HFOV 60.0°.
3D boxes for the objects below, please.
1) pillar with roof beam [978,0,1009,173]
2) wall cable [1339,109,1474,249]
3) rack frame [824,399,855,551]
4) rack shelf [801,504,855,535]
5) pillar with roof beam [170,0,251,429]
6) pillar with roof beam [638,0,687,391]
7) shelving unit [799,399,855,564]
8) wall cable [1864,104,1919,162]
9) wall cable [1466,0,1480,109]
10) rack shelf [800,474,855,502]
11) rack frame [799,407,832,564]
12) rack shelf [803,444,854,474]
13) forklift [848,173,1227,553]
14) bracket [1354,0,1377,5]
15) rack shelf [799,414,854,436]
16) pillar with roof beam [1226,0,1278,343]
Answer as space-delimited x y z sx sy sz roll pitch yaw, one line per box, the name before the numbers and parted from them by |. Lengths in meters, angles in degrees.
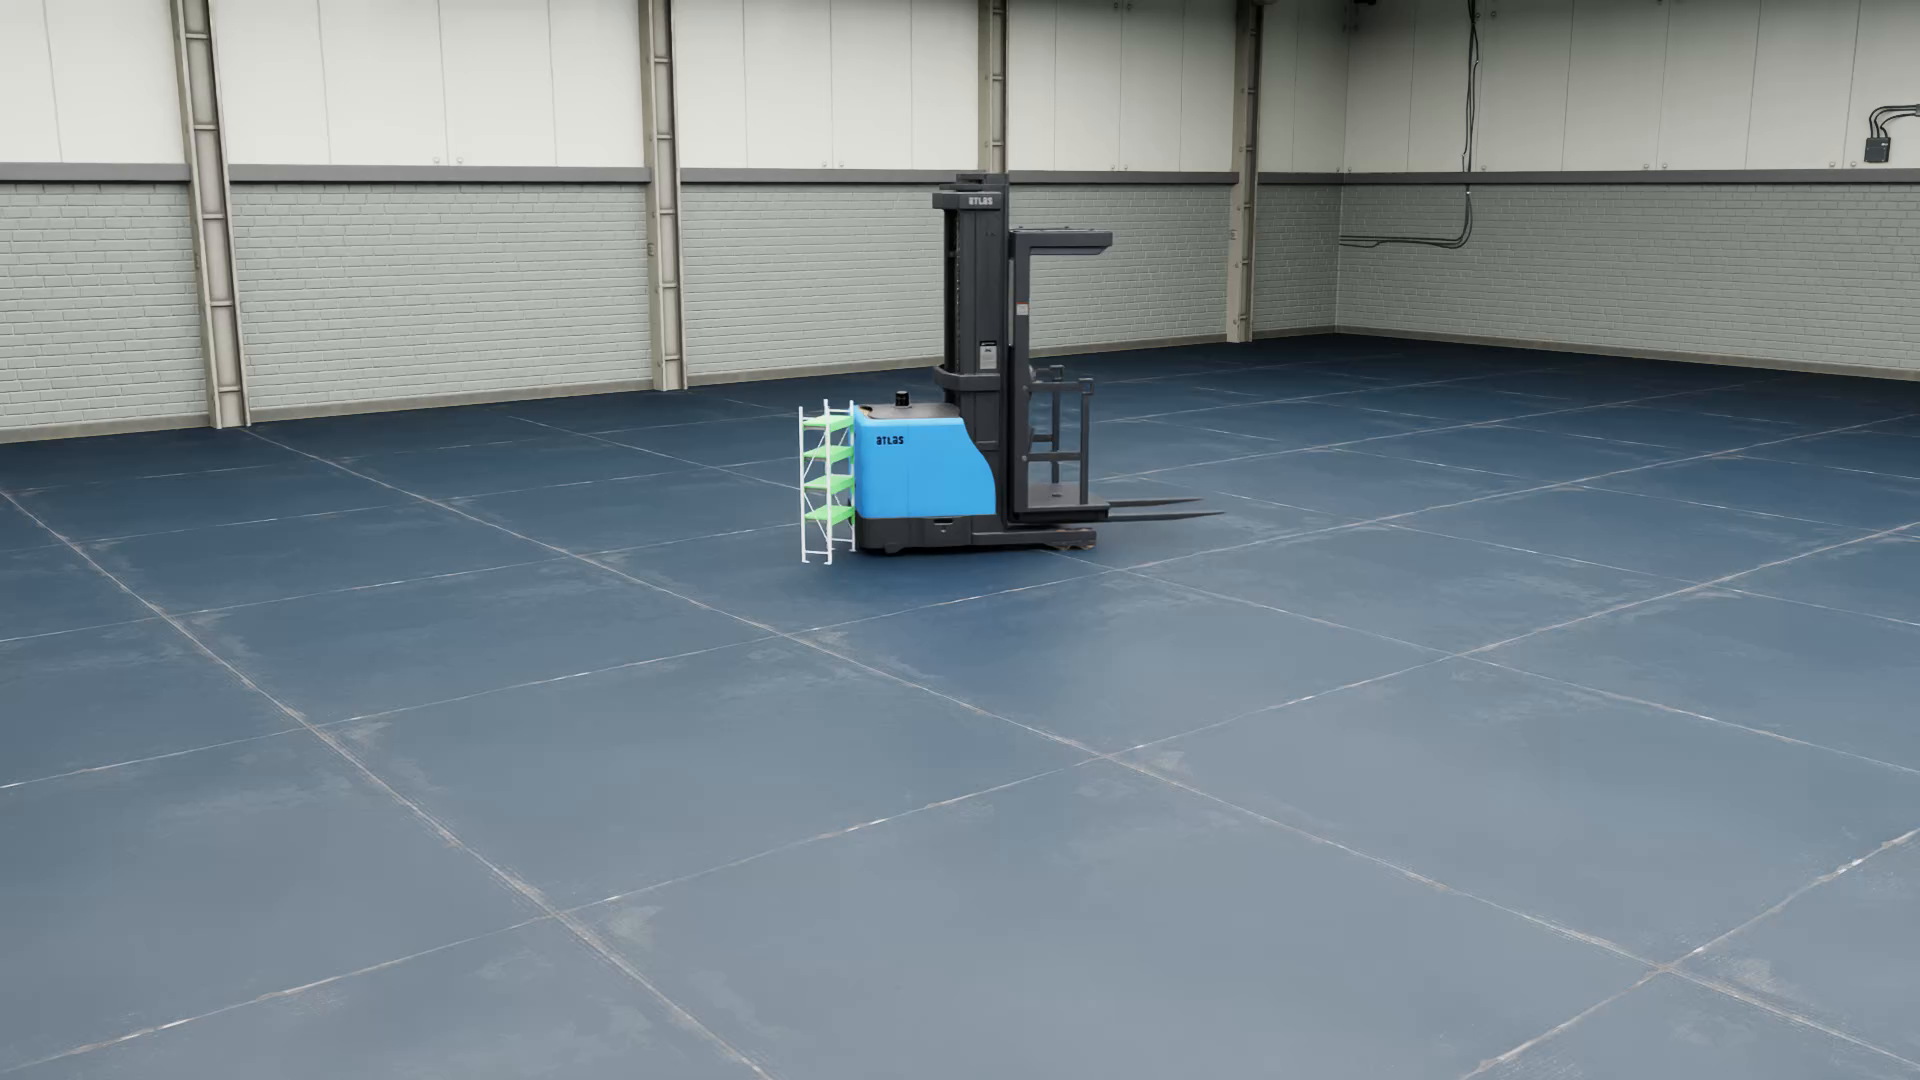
pillar with roof beam | 3.223 -6.644 23.253 0.400 9.000 9.100 -9 15 -38
wall cable | 8.346 -6.770 31.320 0.112 2.526 3.097 -9 15 -38
rack frame | -0.949 -0.507 13.130 0.240 1.200 0.015 4 13 18
rack shelf | -1.025 -0.162 12.966 0.258 0.148 0.480 4 13 18
pillar with roof beam | -6.147 -5.087 15.920 0.400 9.000 9.100 -9 15 -38
pillar with roof beam | -1.462 -5.865 19.586 0.400 9.000 9.100 -9 15 -38
shelving unit | -1.025 -0.459 12.903 0.258 1.200 0.503 4 13 18
wall cable | 14.264 -8.410 23.383 0.169 6.003 2.305 -9 15 -38
wall cable | 10.036 -8.801 28.729 0.112 2.526 3.097 -9 15 -38
rack shelf | -1.025 -0.397 12.916 0.258 0.148 0.480 4 13 18
rack frame | -1.101 -0.411 12.676 0.240 1.200 0.015 4 13 18
rack shelf | -1.025 -0.632 12.866 0.258 0.148 0.480 4 13 18
forklift | 0.637 -1.455 13.426 3.031 2.935 1.130 -2 12 -10
bracket | 7.616 -10.185 31.264 0.430 0.232 0.235 -9 15 -38
rack shelf | -1.025 -0.866 12.816 0.258 0.148 0.480 4 13 18
pillar with roof beam | 7.908 -7.422 26.919 0.548 9.000 9.100 -9 15 -38
